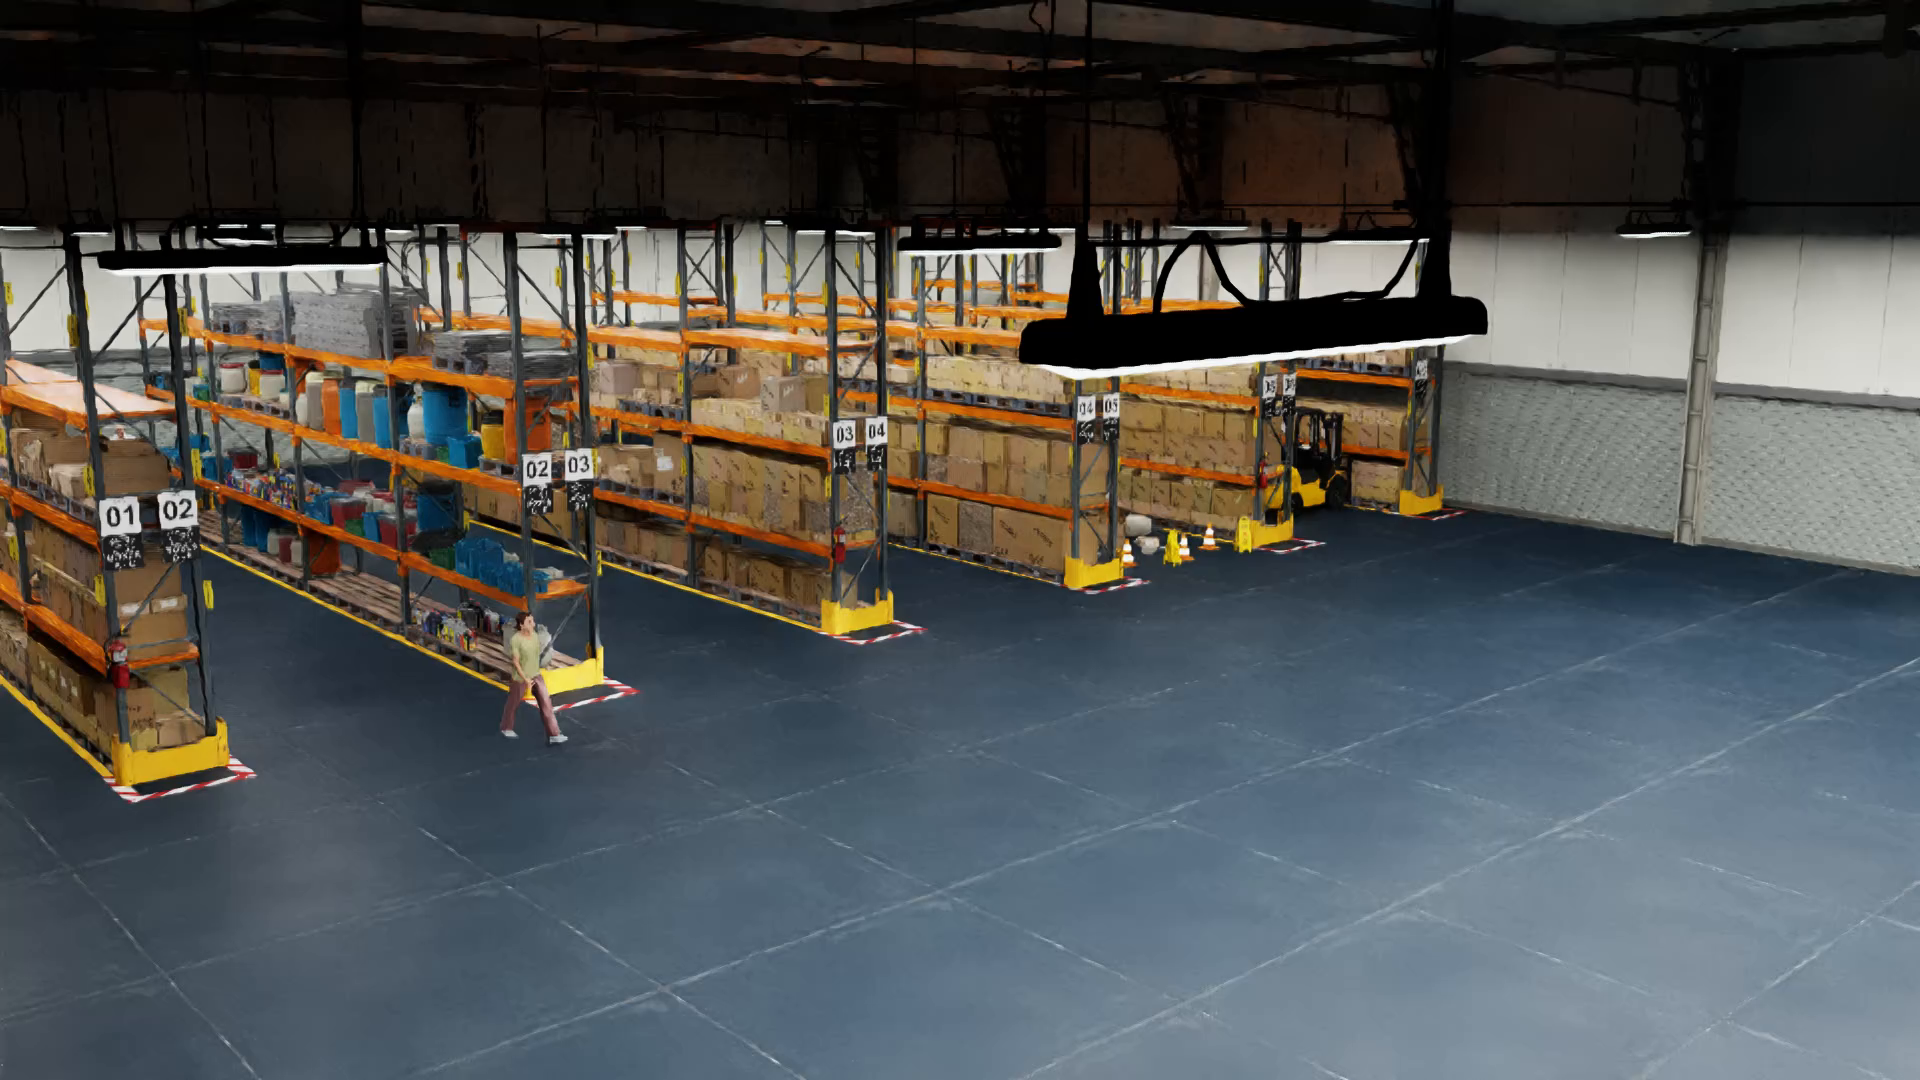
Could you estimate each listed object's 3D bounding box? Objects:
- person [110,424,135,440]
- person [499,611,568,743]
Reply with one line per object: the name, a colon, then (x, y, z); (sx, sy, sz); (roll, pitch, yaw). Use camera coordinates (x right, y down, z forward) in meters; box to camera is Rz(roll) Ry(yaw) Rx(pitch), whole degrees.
person: (-17.962, -1.664, 35.765); (0.635, 1.722, 1.045); (-4, 12, -20)
person: (-5.134, 1.618, 19.730); (1.018, 1.603, 0.446); (9, 15, 39)
